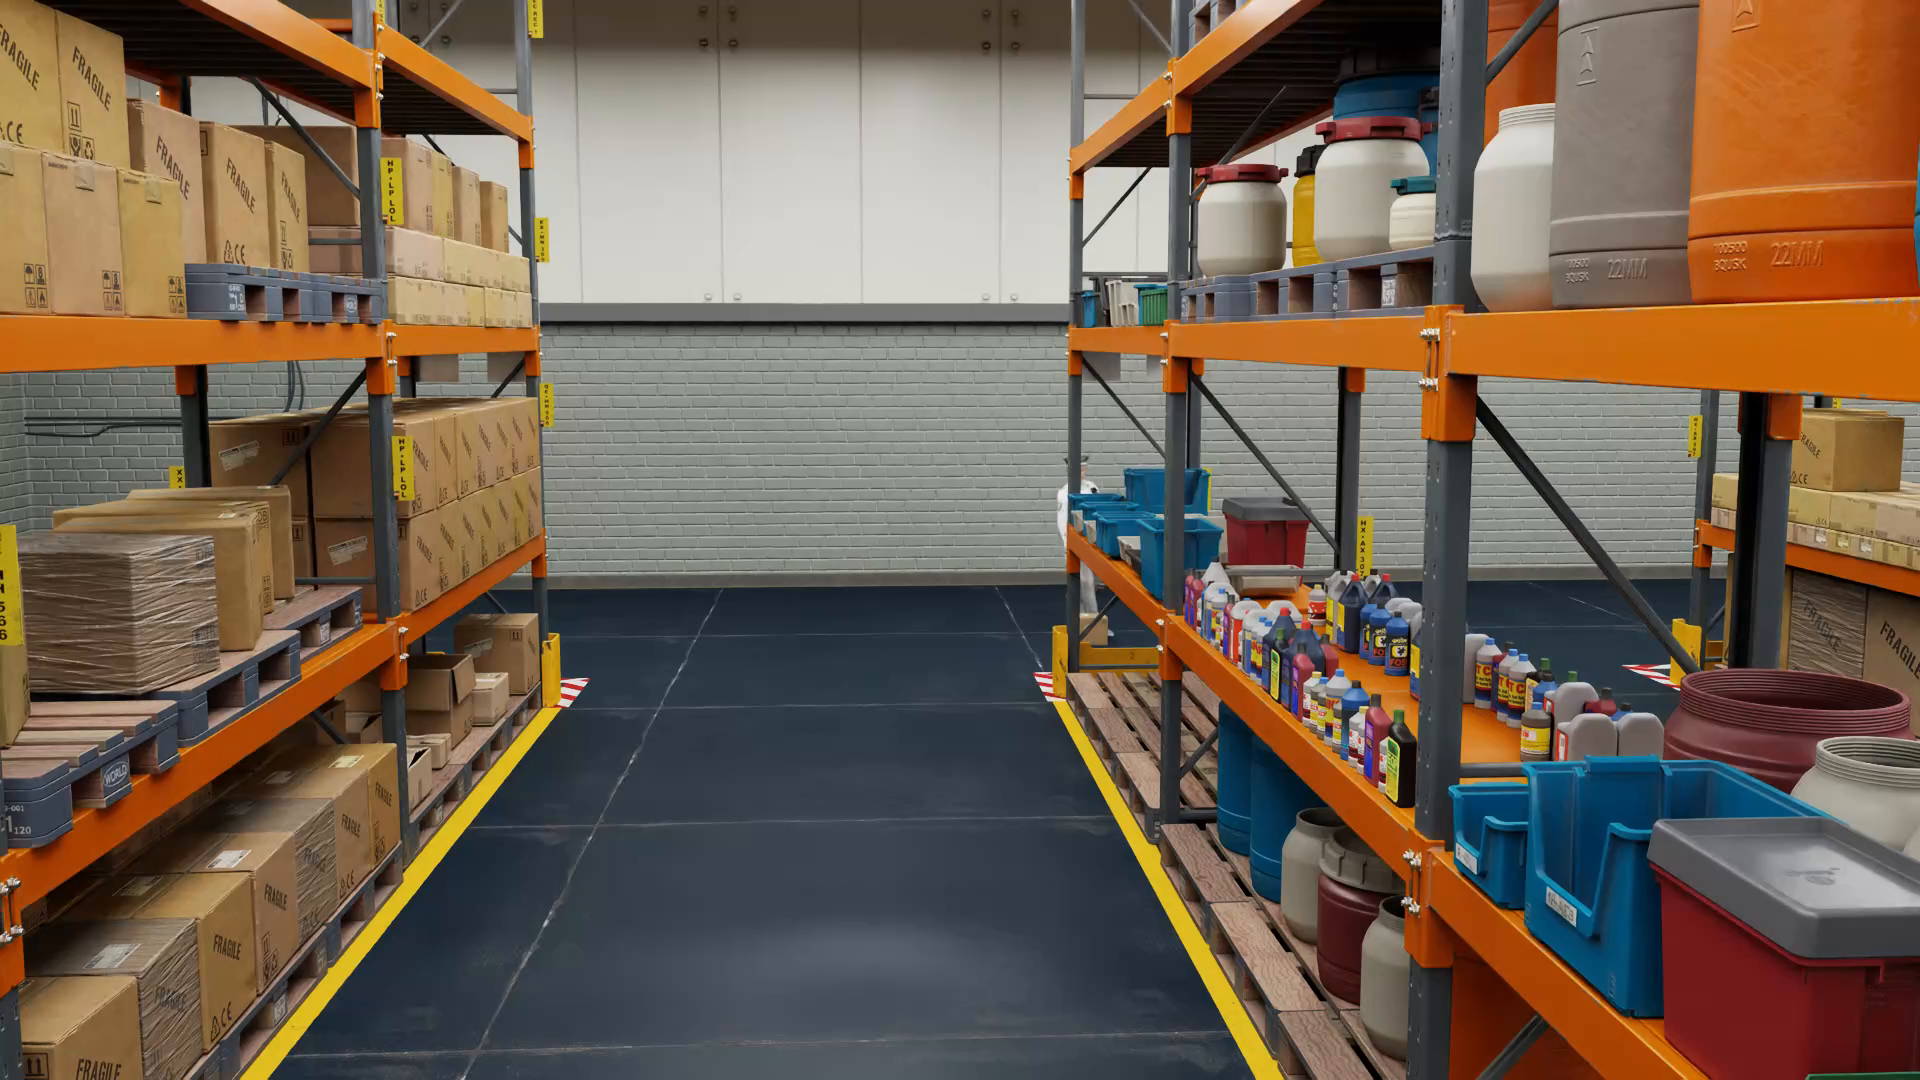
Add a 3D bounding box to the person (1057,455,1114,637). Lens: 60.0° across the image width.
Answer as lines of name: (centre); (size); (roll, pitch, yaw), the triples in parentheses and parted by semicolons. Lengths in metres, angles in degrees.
person: (1.206, 0.038, 15.341); (0.550, 1.653, 0.652); (-4, 8, -29)
